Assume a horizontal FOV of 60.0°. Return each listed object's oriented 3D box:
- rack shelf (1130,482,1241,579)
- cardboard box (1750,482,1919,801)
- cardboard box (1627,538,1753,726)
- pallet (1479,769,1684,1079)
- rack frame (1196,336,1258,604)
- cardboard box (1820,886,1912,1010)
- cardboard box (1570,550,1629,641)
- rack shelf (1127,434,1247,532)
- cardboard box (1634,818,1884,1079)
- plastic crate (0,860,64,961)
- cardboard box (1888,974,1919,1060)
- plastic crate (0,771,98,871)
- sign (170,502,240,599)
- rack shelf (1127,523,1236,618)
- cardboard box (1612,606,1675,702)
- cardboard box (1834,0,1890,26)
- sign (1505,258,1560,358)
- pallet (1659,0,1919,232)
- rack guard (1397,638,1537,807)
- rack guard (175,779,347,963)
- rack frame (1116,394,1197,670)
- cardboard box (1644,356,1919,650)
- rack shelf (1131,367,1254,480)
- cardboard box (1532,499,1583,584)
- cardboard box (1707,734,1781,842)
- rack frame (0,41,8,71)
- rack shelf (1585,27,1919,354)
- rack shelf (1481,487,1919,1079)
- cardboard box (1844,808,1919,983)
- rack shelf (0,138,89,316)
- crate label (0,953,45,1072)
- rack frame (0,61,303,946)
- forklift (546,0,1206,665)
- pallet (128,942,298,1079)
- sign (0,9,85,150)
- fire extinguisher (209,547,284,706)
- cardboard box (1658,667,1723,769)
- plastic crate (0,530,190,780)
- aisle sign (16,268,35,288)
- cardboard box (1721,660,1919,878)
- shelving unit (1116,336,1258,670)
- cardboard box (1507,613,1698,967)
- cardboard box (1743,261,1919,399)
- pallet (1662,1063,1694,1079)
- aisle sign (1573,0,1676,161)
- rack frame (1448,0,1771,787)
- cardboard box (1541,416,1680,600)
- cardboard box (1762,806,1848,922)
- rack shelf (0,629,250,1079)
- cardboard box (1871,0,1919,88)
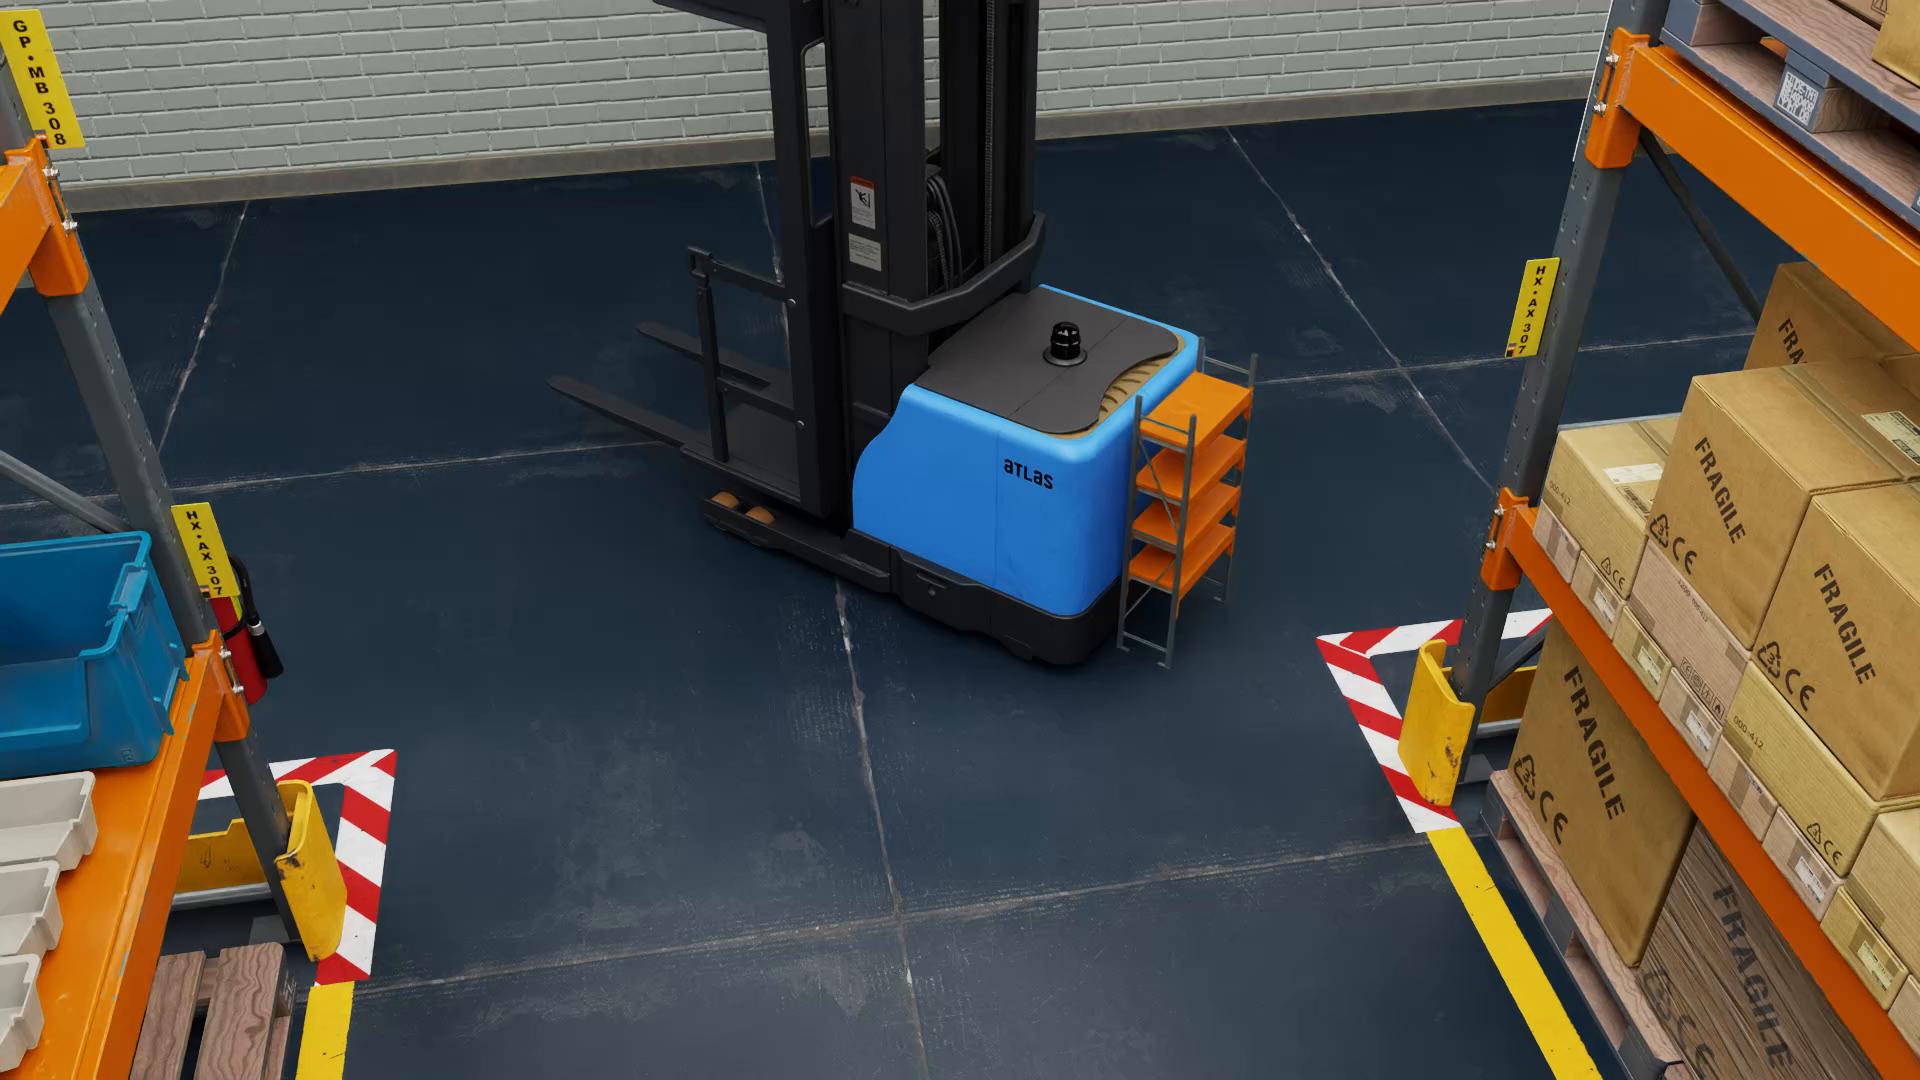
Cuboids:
[{"bbox_3d":[0.869,-0.075,6.478,0.258,0.148,0.480,22,43,26],"label":"rack shelf"},{"bbox_3d":[2.241,0.212,3.801,0.500,0.500,0.500,-7,38,-9],"label":"cardboard box"},{"bbox_3d":[2.154,0.207,4.418,0.500,0.250,0.500,-7,38,-9],"label":"cardboard box"},{"bbox_3d":[2.455,1.209,5.522,1.003,0.211,1.213,-6,38,-8],"label":"pallet"},{"bbox_3d":[1.005,-0.253,6.597,0.240,1.200,0.015,22,43,26],"label":"rack frame"},{"bbox_3d":[2.246,0.911,3.837,0.380,0.149,0.250,-7,38,-9],"label":"cardboard box"},{"bbox_3d":[2.022,0.137,4.833,0.380,0.149,0.250,-7,38,-9],"label":"cardboard box"},{"bbox_3d":[0.869,-0.252,6.341,0.258,0.148,0.480,22,43,26],"label":"rack shelf"},{"bbox_3d":[2.589,1.234,4.606,0.875,0.875,0.875,-6,38,-8],"label":"cardboard box"},{"bbox_3d":[-2.280,0.896,3.818,0.396,0.136,0.243,-6,38,-8],"label":"plastic crate"},{"bbox_3d":[2.294,1.069,3.633,0.380,0.149,0.250,-6,38,-7],"label":"cardboard box"},{"bbox_3d":[-2.317,0.719,4.045,0.396,0.136,0.243,-6,38,-8],"label":"plastic crate"},{"bbox_3d":[-2.100,0.032,4.630,0.100,0.325,0.005,-6,38,-8],"label":"sign"},{"bbox_3d":[0.869,0.082,6.600,0.258,0.148,0.480,22,43,26],"label":"rack shelf"},{"bbox_3d":[2.067,0.292,4.634,0.380,0.149,0.250,-7,38,-9],"label":"cardboard box"},{"bbox_3d":[2.382,-1.488,3.770,0.700,0.500,0.500,-8,39,-11],"label":"cardboard box"},{"bbox_3d":[1.691,-0.684,4.915,0.100,0.325,0.005,-6,38,-8],"label":"sign"},{"bbox_3d":[2.378,-1.070,3.809,1.003,0.211,1.213,-6,38,-8],"label":"pallet"},{"bbox_3d":[2.234,0.606,6.063,1.175,0.500,0.348,-6,38,-8],"label":"rack guard"},{"bbox_3d":[-2.655,1.140,5.375,1.175,0.500,0.348,-6,38,-8],"label":"rack guard"},{"bbox_3d":[0.733,-0.004,6.277,0.240,1.200,0.015,22,43,26],"label":"rack frame"},{"bbox_3d":[2.144,-0.100,4.203,0.500,0.500,0.500,-7,38,-9],"label":"cardboard box"},{"bbox_3d":[0.869,-0.439,6.196,0.258,0.148,0.480,22,43,26],"label":"rack shelf"},{"bbox_3d":[1.975,-0.018,5.033,0.380,0.149,0.250,-6,38,-7],"label":"cardboard box"},{"bbox_3d":[2.157,0.603,4.234,0.380,0.149,0.250,-7,38,-9],"label":"cardboard box"},{"bbox_3d":[-2.638,-2.203,2.751,1.000,3.000,0.127,-6,38,-8],"label":"rack frame"},{"bbox_3d":[2.589,-0.059,3.023,1.077,0.370,4.000,-6,38,-8],"label":"rack shelf"},{"bbox_3d":[2.589,1.125,3.943,1.077,0.370,4.000,-6,38,-8],"label":"rack shelf"},{"bbox_3d":[2.335,0.826,3.622,0.500,0.250,0.500,-7,38,-9],"label":"cardboard box"},{"bbox_3d":[-2.288,0.473,2.337,1.077,0.370,4.000,-6,38,-8],"label":"rack shelf"},{"bbox_3d":[-2.208,1.061,3.605,0.396,0.136,0.243,-6,38,-8],"label":"crate label"},{"bbox_3d":[-2.638,0.166,4.592,1.000,3.000,0.127,-6,38,-8],"label":"rack frame"},{"bbox_3d":[-0.520,-1.376,6.632,3.031,2.935,1.130,23,43,26],"label":"forklift"},{"bbox_3d":[-2.532,1.769,4.801,1.003,0.211,1.213,-6,38,-8],"label":"pallet"},{"bbox_3d":[-2.100,-1.046,3.792,0.100,0.325,0.005,-6,38,-8],"label":"sign"},{"bbox_3d":[-2.217,0.204,4.910,0.296,0.674,0.183,-6,38,-8],"label":"fire extinguisher"},{"bbox_3d":[2.114,0.449,4.432,0.380,0.149,0.250,-7,38,-9],"label":"cardboard box"},{"bbox_3d":[-2.396,0.310,4.328,0.616,0.435,0.499,-6,38,-8],"label":"plastic crate"},{"bbox_3d":[-2.362,-0.936,3.891,0.394,0.787,0.004,-6,38,-8],"label":"aisle sign"},{"bbox_3d":[2.239,0.511,4.027,0.500,0.250,0.500,-7,38,-9],"label":"cardboard box"},{"bbox_3d":[0.869,-0.128,6.437,0.258,1.200,0.503,22,43,26],"label":"shelving unit"},{"bbox_3d":[2.429,0.684,5.314,0.875,0.875,0.875,-6,38,-8],"label":"cardboard box"},{"bbox_3d":[2.582,-0.455,4.660,0.500,0.500,0.500,-6,38,-7],"label":"cardboard box"},{"bbox_3d":[2.666,1.944,4.576,1.003,0.211,1.213,-6,38,-8],"label":"pallet"},{"bbox_3d":[1.930,-1.405,4.494,0.394,0.787,0.004,-6,38,-8],"label":"aisle sign"},{"bbox_3d":[2.238,-0.367,5.277,1.000,3.000,0.127,-6,38,-8],"label":"rack frame"},{"bbox_3d":[2.056,-0.106,4.822,0.500,0.250,0.500,-7,38,-9],"label":"cardboard box"},{"bbox_3d":[2.203,0.759,4.033,0.380,0.149,0.250,-7,38,-8],"label":"cardboard box"},{"bbox_3d":[-2.288,1.658,3.257,1.077,0.370,4.000,-6,38,-8],"label":"rack shelf"},{"bbox_3d":[2.362,-1.135,3.316,0.700,0.500,0.500,-8,38,-10],"label":"cardboard box"}]
